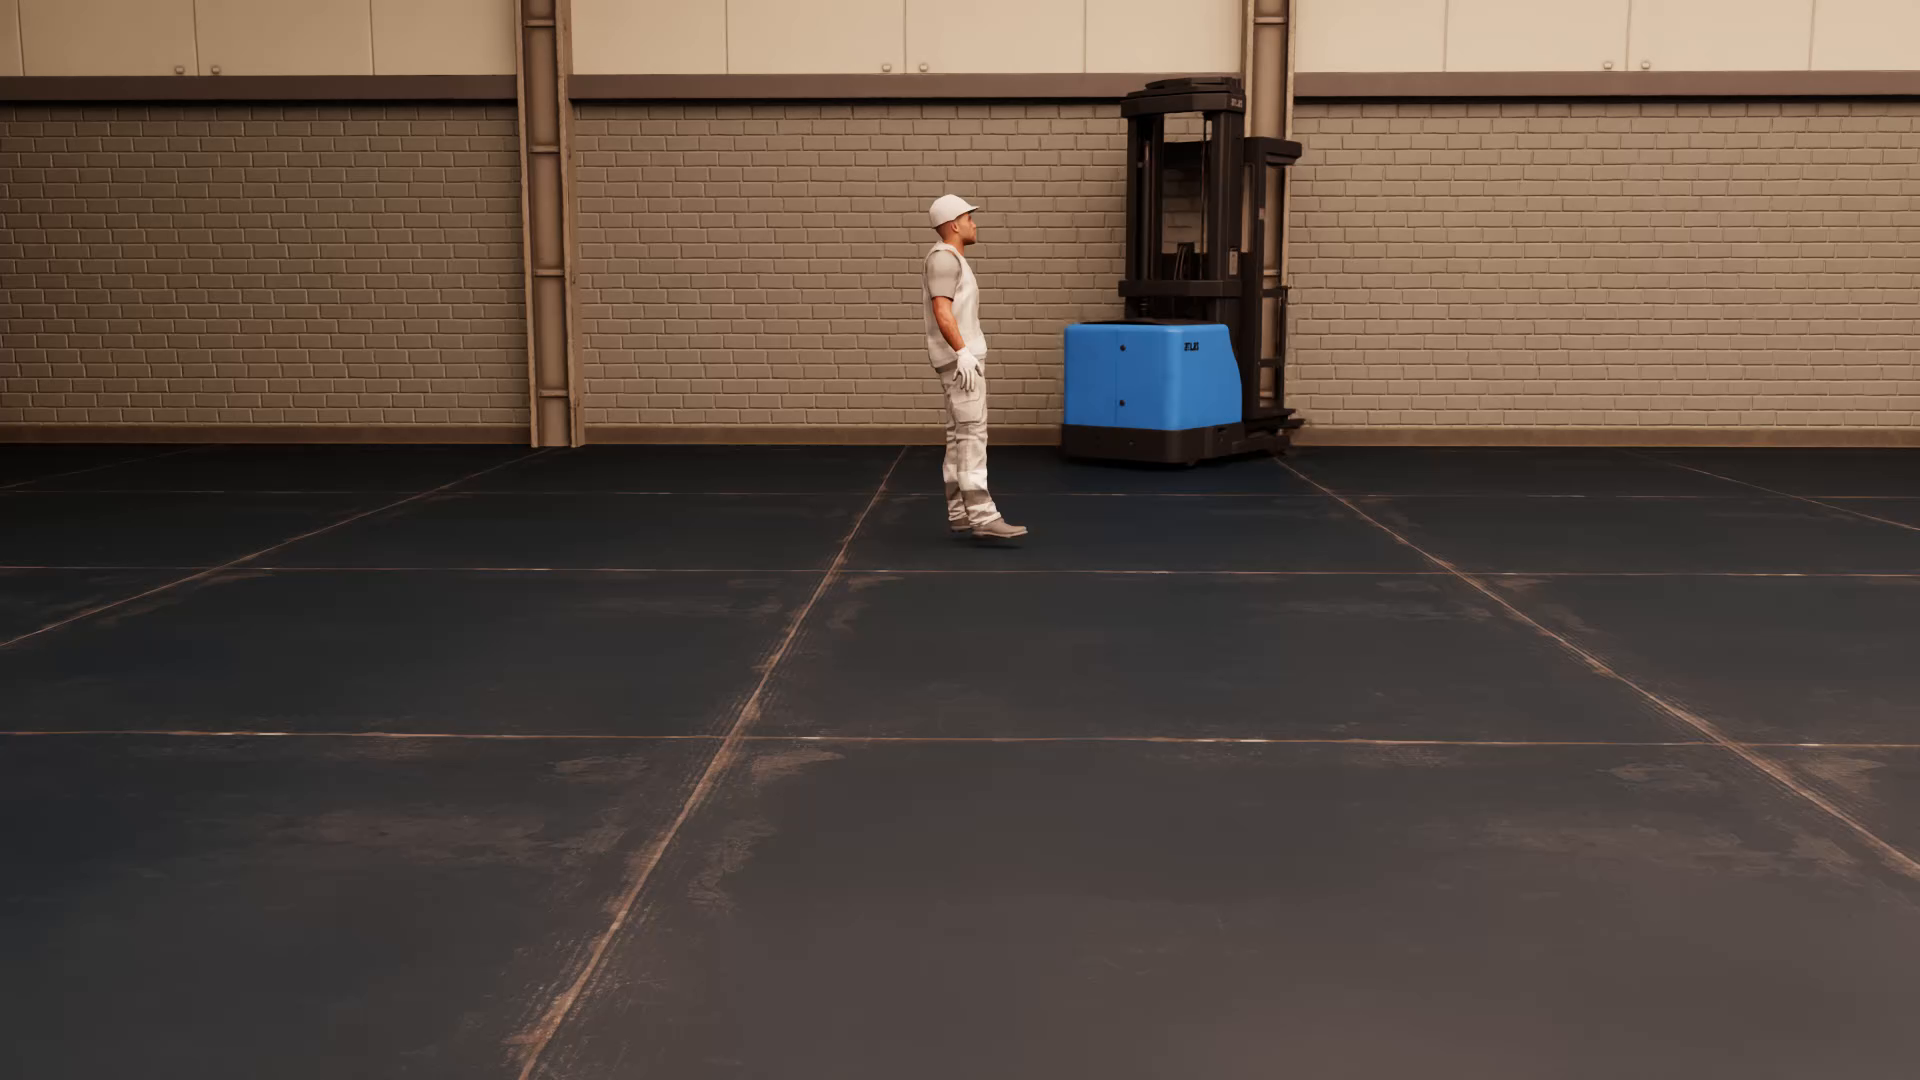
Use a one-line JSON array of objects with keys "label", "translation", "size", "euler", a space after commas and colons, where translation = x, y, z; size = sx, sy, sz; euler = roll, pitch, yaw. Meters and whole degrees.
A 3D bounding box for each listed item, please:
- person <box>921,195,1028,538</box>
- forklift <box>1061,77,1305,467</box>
[{"label": "person", "translation": [0.079, -0.929, 8.845], "size": [0.564, 1.787, 0.637], "euler": [0, 9, 1]}, {"label": "forklift", "translation": [2.058, -2.168, 13.490], "size": [1.130, 2.935, 3.031], "euler": [6, 11, 36]}]
